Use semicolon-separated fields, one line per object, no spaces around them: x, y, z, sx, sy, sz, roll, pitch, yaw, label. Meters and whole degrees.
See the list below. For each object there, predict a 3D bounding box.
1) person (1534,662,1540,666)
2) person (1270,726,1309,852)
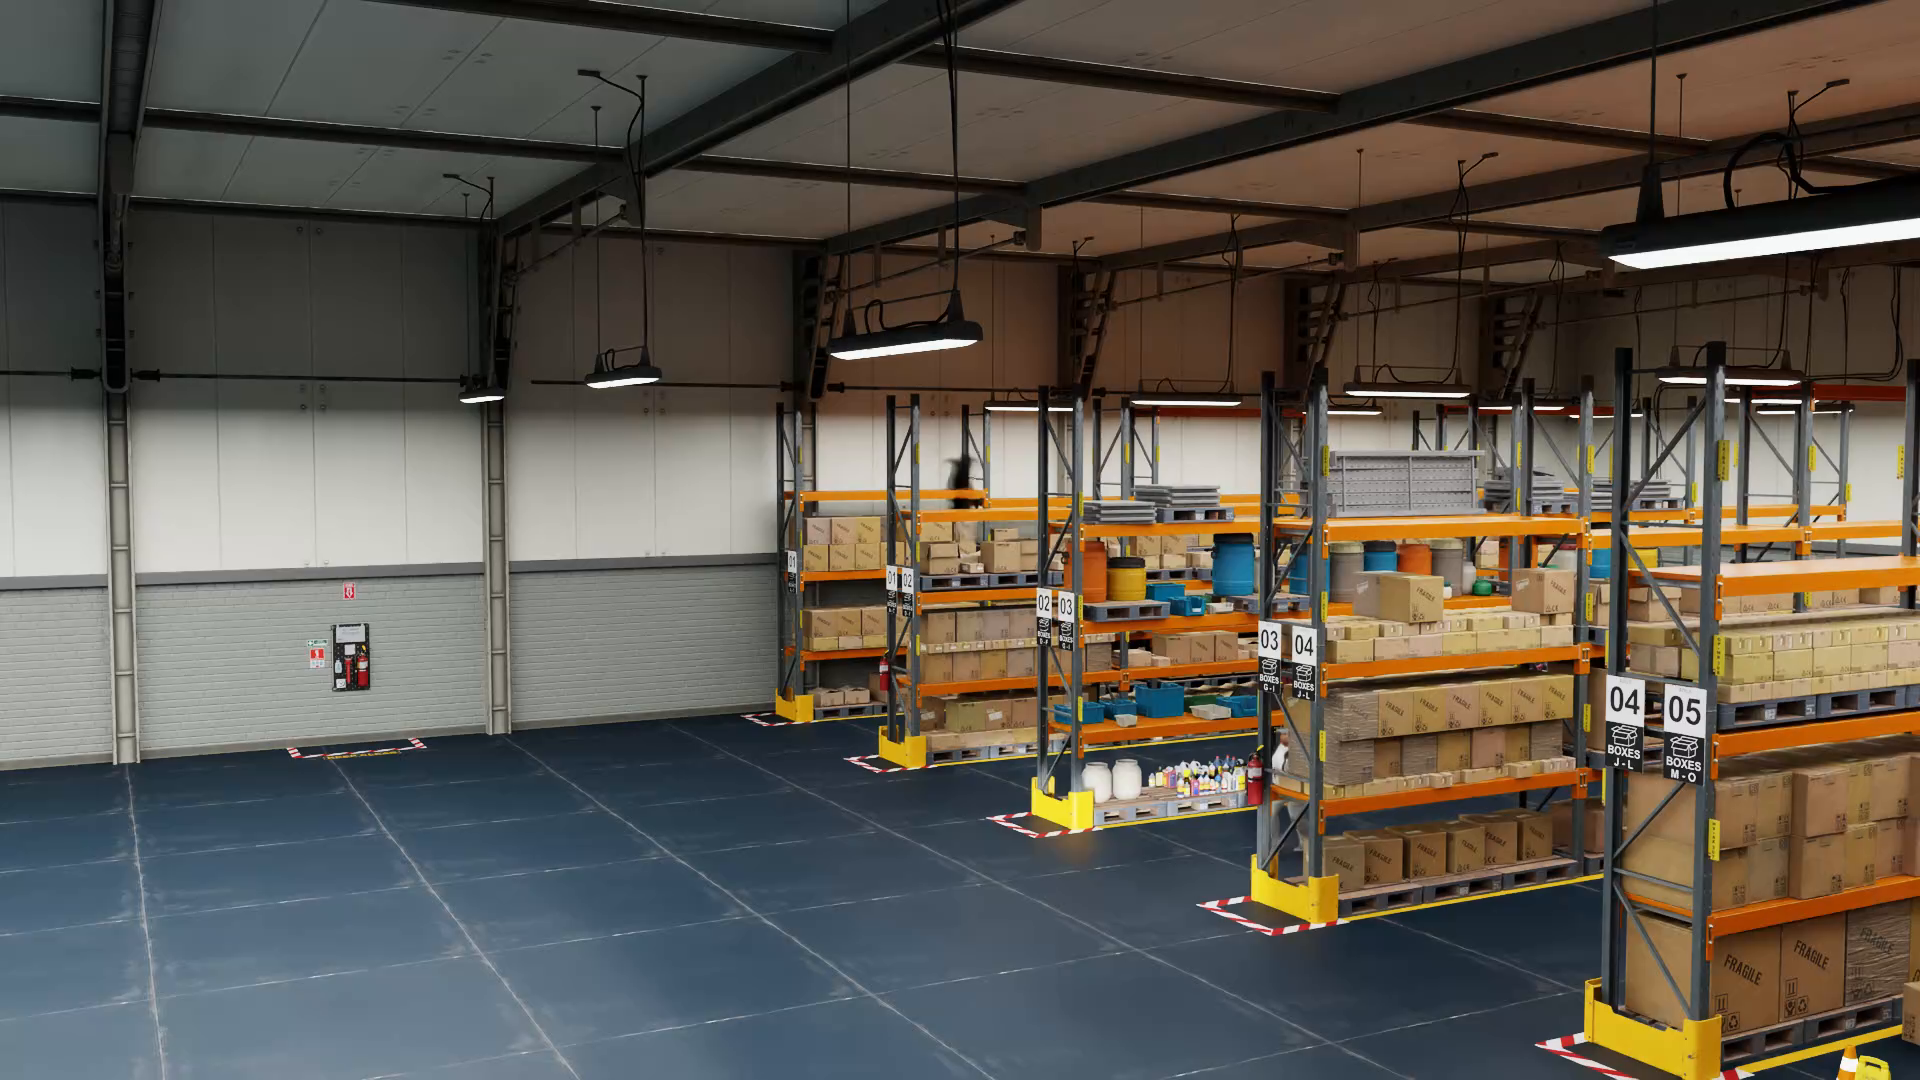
13.168;2.225;37.417;0.616;1.595;0.882;0;3;-5;person
4.190;3.164;20.843;0.710;1.735;0.611;-2;4;-33;person
